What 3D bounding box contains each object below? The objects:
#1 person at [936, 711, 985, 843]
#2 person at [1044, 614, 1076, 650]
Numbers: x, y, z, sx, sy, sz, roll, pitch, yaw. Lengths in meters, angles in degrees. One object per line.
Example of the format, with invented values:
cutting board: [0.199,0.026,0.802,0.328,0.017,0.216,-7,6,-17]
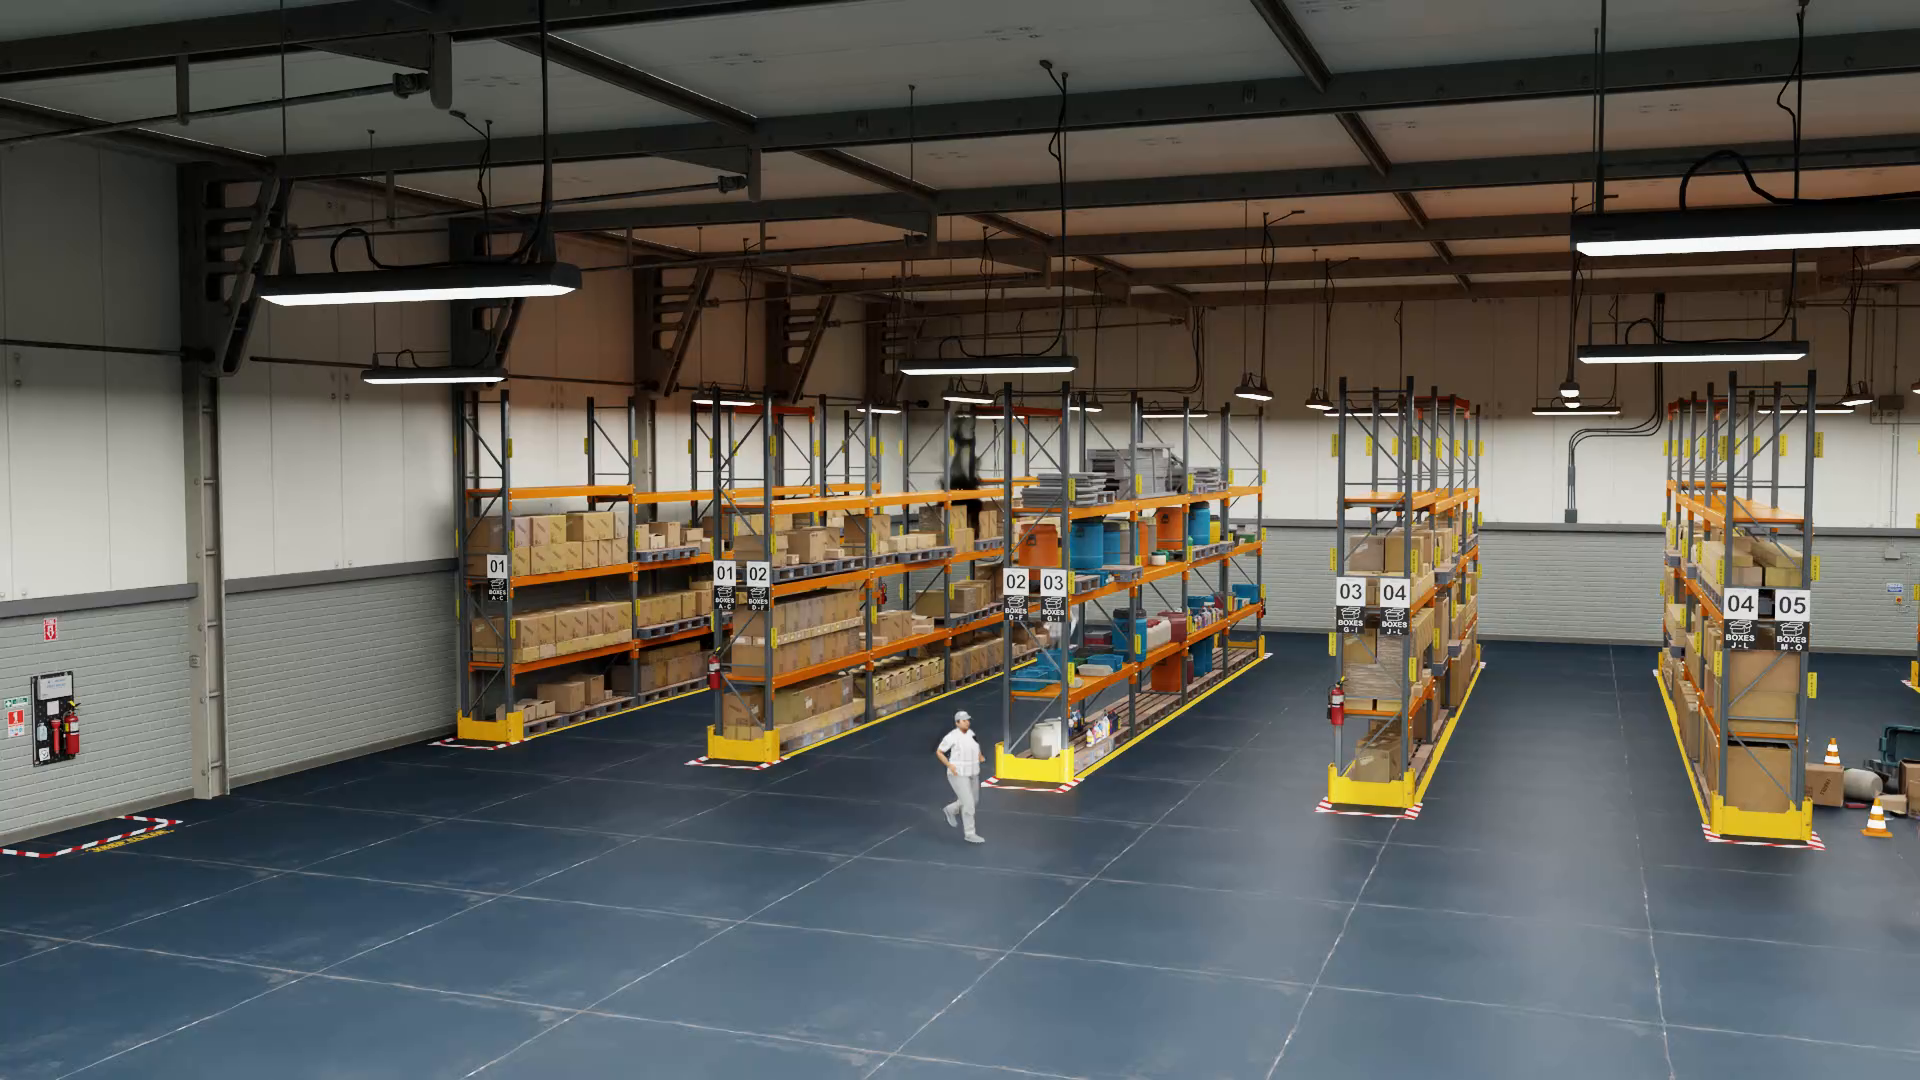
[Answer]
person: [0.024,3.006,21.315,0.620,1.635,0.843,-3,4,-44]
person: [2.000,1.995,33.810,0.621,1.692,0.912,1,3,18]
